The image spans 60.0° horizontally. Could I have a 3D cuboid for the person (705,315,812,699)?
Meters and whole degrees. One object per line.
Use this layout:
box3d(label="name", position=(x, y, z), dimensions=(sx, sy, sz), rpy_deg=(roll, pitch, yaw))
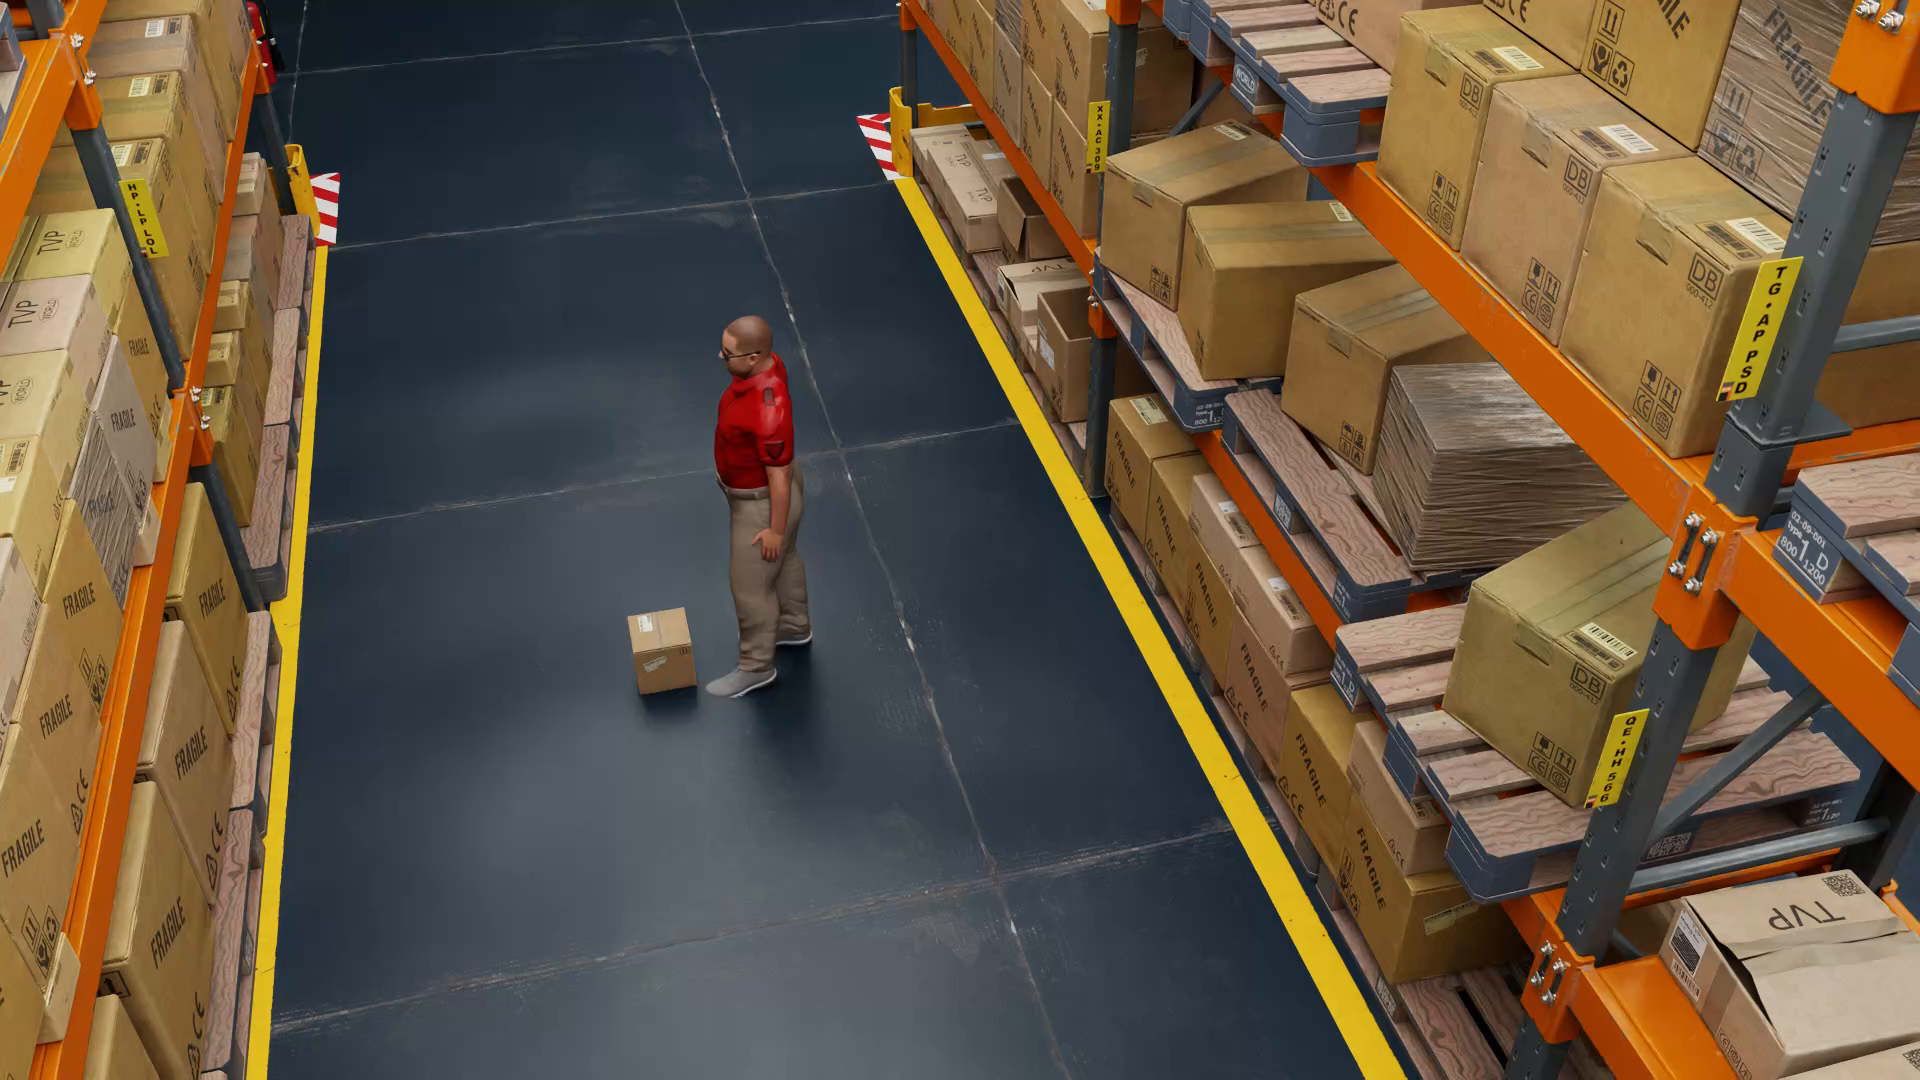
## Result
box3d(label="person", position=(-0.904, -0.167, 6.955), dimensions=(0.483, 1.759, 0.579), rpy_deg=(-4, 38, -4))
